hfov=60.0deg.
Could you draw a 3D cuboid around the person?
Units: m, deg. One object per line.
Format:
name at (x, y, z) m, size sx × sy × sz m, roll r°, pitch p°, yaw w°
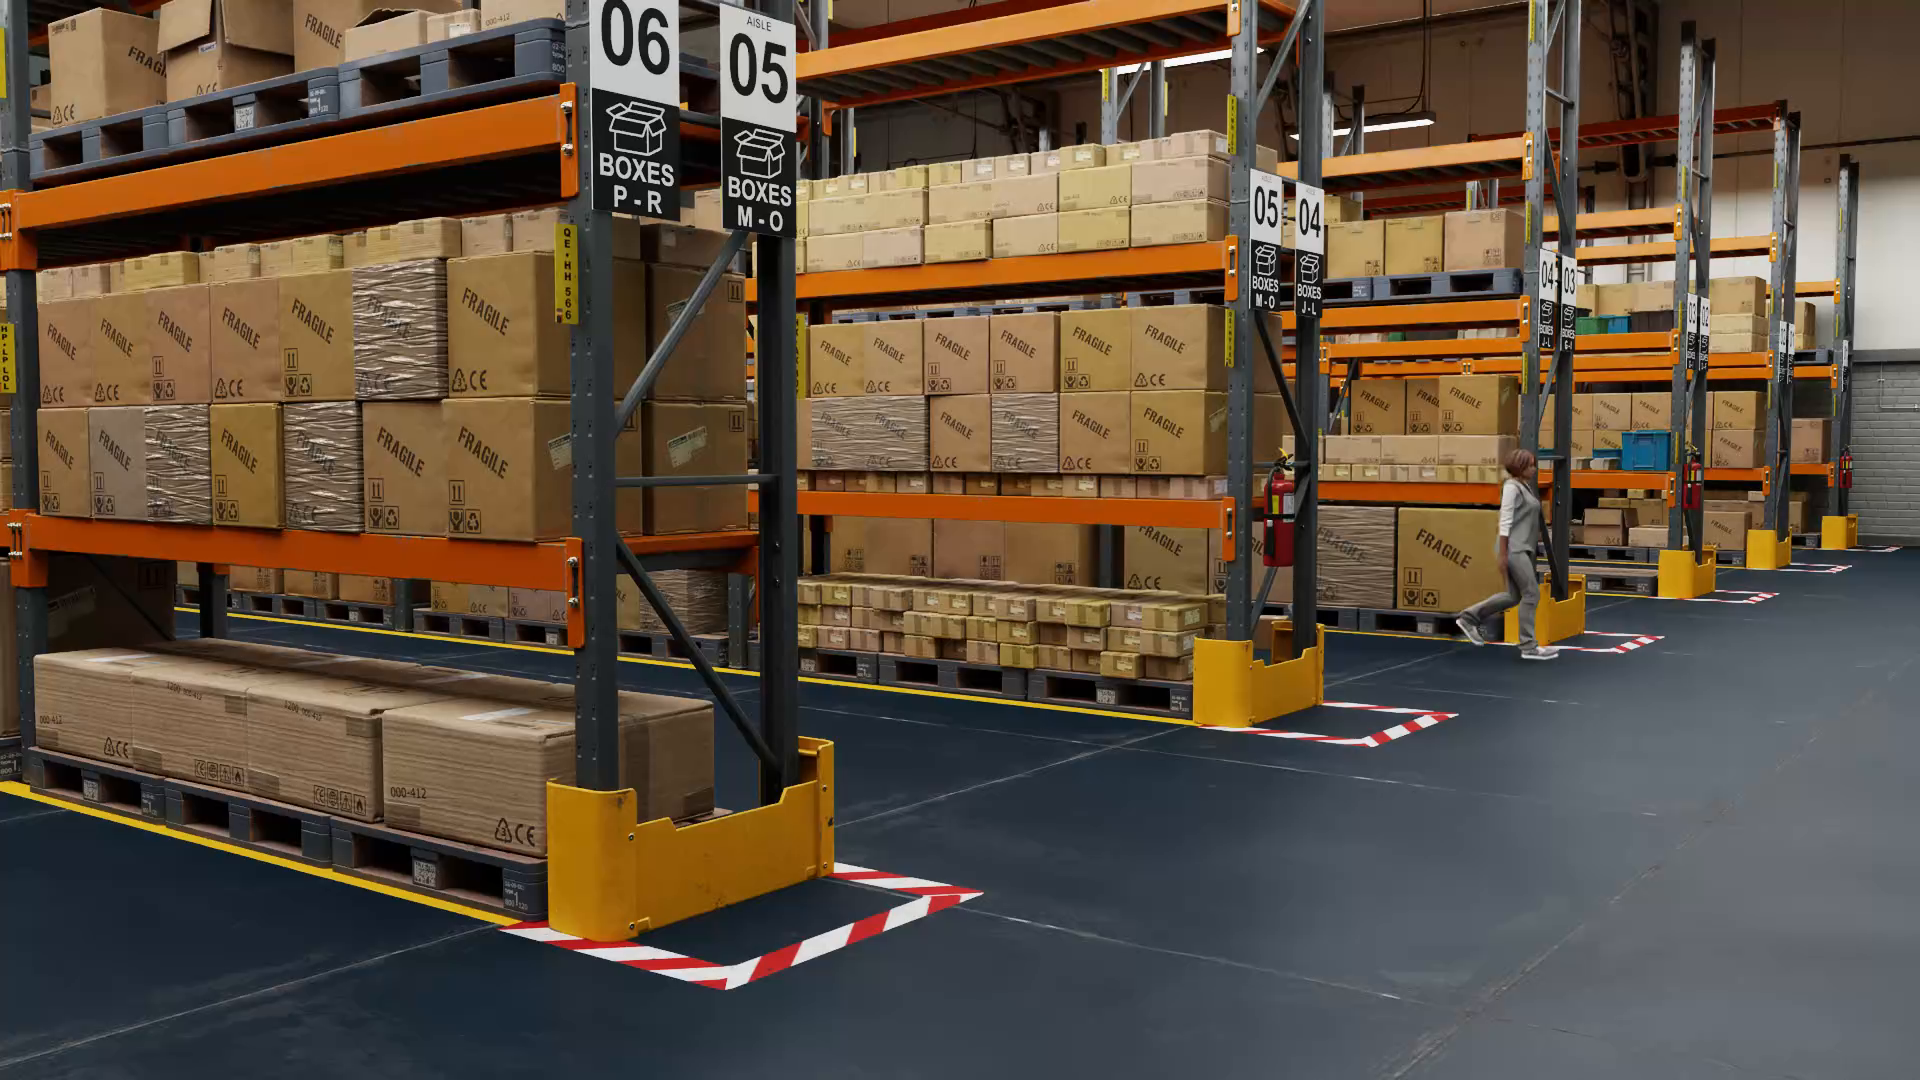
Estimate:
person at (4.152, 0.094, 12.597) m, size 0.785 × 1.569 × 0.437 m, roll 2°, pitch 4°, yaw 28°
